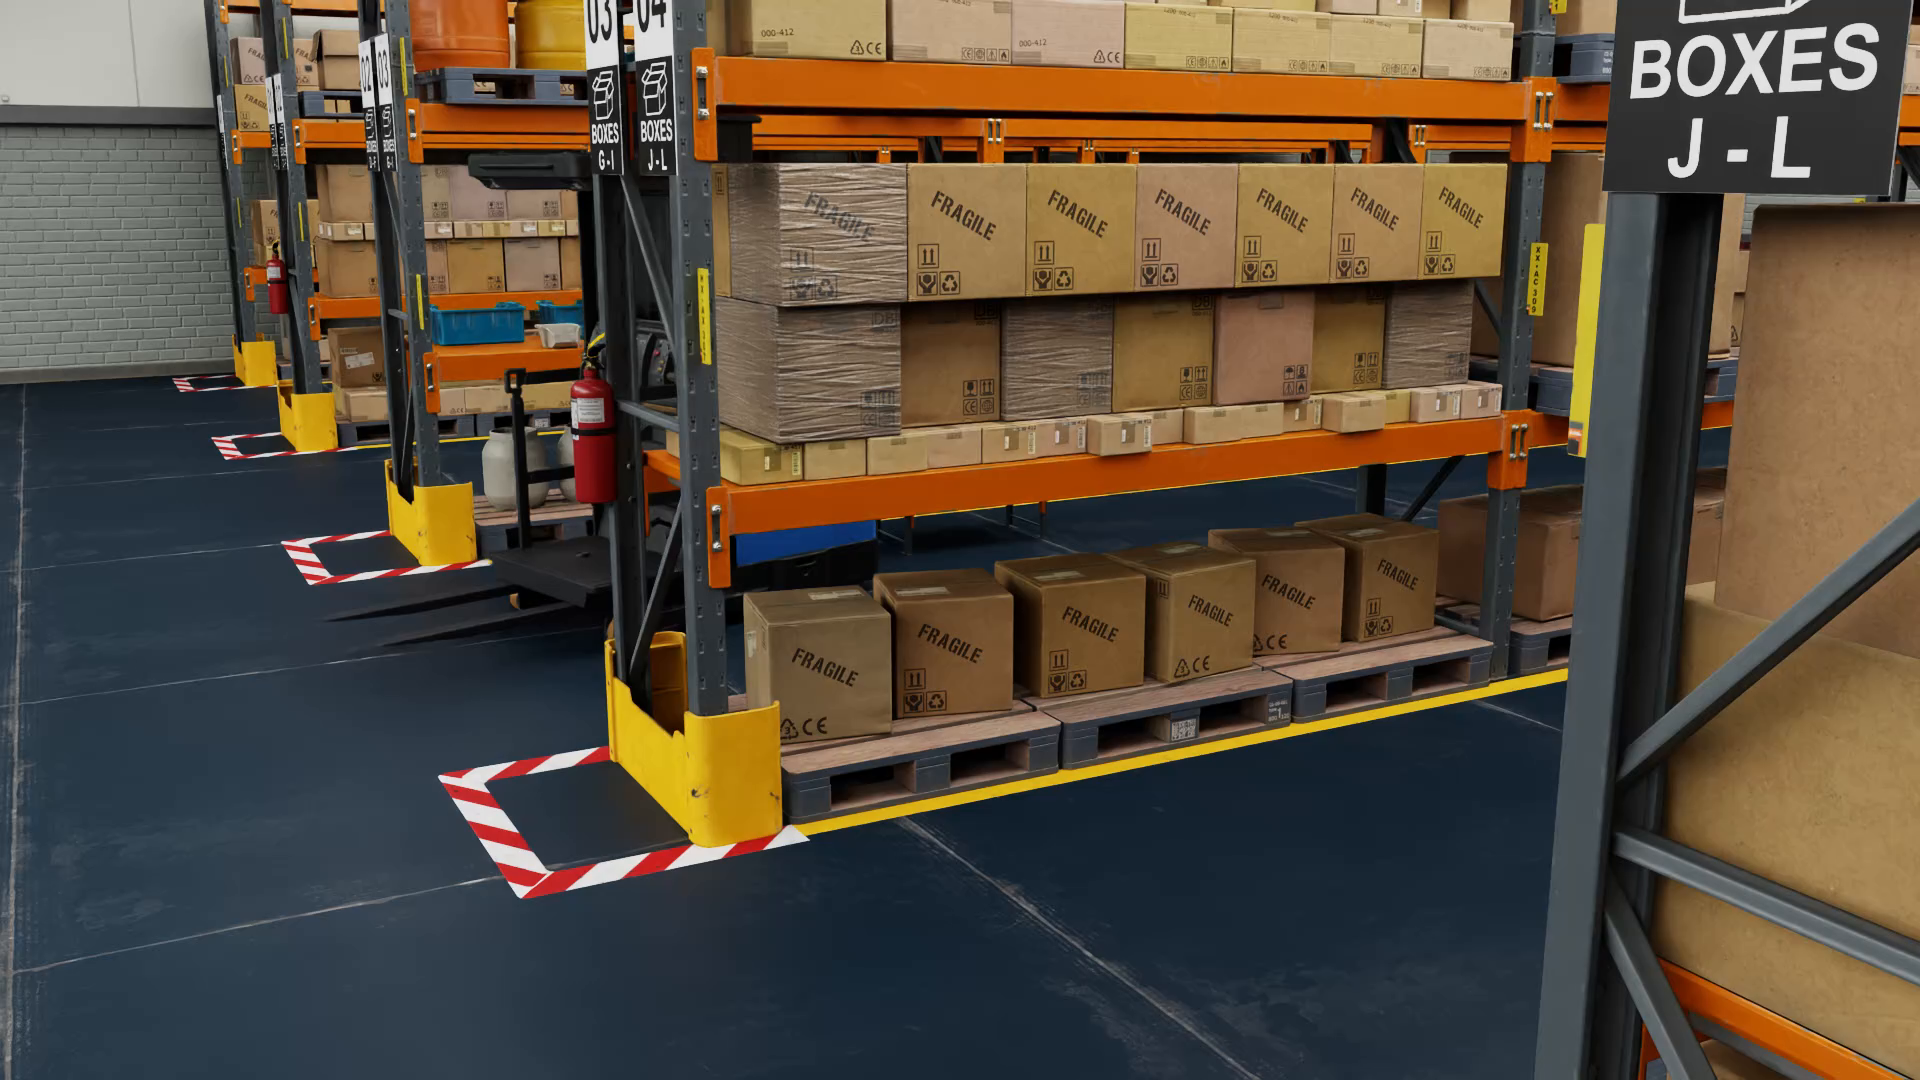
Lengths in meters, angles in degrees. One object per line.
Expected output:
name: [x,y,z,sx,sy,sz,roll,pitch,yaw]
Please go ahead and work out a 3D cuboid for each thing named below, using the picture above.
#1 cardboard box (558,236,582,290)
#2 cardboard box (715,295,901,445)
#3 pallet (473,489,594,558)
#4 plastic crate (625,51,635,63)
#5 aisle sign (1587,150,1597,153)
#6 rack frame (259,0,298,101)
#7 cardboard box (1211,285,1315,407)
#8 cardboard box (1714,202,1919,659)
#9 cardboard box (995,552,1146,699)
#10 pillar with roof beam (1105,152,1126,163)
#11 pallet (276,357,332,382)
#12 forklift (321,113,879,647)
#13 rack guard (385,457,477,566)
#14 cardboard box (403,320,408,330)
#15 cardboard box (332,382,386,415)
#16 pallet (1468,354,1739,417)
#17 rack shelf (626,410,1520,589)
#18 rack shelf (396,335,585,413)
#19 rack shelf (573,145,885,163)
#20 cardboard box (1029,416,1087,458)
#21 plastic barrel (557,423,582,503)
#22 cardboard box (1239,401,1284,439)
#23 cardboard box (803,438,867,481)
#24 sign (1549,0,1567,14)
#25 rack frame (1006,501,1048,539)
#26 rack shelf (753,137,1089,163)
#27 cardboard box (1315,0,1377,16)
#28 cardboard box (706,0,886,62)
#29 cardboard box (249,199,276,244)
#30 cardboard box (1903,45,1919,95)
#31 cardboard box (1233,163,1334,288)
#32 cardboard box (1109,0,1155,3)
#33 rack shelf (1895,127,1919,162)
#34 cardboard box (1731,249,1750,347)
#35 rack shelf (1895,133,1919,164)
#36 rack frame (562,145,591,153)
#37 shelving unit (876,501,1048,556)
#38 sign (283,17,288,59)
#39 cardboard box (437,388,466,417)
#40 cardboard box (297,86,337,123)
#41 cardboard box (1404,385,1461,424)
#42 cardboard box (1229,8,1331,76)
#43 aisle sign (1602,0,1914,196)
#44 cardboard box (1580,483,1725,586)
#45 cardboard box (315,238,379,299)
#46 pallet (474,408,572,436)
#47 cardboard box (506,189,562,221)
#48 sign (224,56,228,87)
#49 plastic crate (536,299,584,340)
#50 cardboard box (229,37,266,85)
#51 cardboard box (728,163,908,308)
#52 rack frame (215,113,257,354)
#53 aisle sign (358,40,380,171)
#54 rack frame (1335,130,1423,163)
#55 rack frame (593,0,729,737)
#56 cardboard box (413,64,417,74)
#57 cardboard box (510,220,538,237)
cardboard box: [-3.663,-2.675,15.936,0.500,0.500,0.700,-7,14,-27]
cardboard box: [-0.646,-0.699,6.479,0.500,0.500,0.875,-7,14,-28]
pallet: [-2.755,-0.148,11.287,1.213,0.211,1.003,-7,14,-28]
plastic crate: [-1.986,-3.121,11.352,0.575,0.384,0.392,-7,14,-28]
aisle sign: [8.365,-5.262,21.737,0.004,0.787,0.394,-7,14,-28]
rack frame: [-5.885,-5.289,14.115,0.127,3.000,1.000,-7,14,-28]
cardboard box: [1.098,-0.914,7.434,0.500,0.500,0.875,-7,14,-28]
cardboard box: [1.490,-0.118,2.000,0.550,0.550,0.875,-7,14,-28]
cardboard box: [0.481,0.368,7.380,0.500,0.500,0.500,-5,14,-23]
pillar with roof beam: [4.533,-6.916,21.346,0.400,9.000,9.100,-7,14,-28]
pallet: [-7.465,-2.043,19.705,1.213,0.211,1.003,-7,14,-28]
forklift: [-1.889,-0.997,8.863,3.031,2.935,1.130,-12,17,-43]
rack guard: [-3.471,-0.205,10.880,0.348,0.500,1.175,-7,14,-28]
cardboard box: [-6.443,-2.495,20.053,0.500,0.500,0.700,-8,15,-31]
cardboard box: [-5.556,-1.339,15.533,0.500,0.250,0.500,-7,14,-28]
pallet: [3.109,-0.832,8.413,1.213,0.211,1.003,-7,14,-28]
rack shelf: [0.613,-0.312,7.303,4.000,0.370,1.077,-7,14,-28]
rack shelf: [-1.760,-1.267,11.544,4.000,0.370,1.077,-7,14,-28]
rack shelf: [-2.996,-5.060,21.568,4.000,0.370,1.077,-7,14,-28]
cardboard box: [0.316,-0.447,6.836,0.250,0.149,0.380,-7,14,-28]
plastic barrel: [-2.534,-0.535,11.365,0.421,0.512,0.421,0,13,0]
cardboard box: [1.200,-0.550,7.292,0.250,0.149,0.380,-7,14,-28]
cardboard box: [-0.549,-0.337,6.346,0.250,0.149,0.380,-7,14,-28]
sign: [2.636,-2.485,7.312,0.005,0.325,0.100,-7,14,-28]
rack frame: [0.452,-0.603,11.226,0.032,1.125,0.500,-7,14,-28]
rack shelf: [-0.619,-4.106,17.328,4.000,0.370,1.077,-7,14,-28]
cardboard box: [1.535,-2.281,7.014,0.250,0.149,0.380,-7,15,-30]
cardboard box: [-0.595,-1.844,5.980,0.500,0.250,0.500,-6,14,-26]
cardboard box: [-7.950,-3.709,19.348,0.500,0.500,0.500,-7,14,-28]
cardboard box: [4.709,-2.480,8.808,0.500,0.250,0.500,-6,14,-26]
cardboard box: [1.228,-1.350,7.092,0.500,0.500,0.500,-7,14,-28]
cardboard box: [0.565,-2.187,6.598,0.250,0.149,0.380,-7,14,-28]
rack shelf: [7.635,-2.617,10.713,4.000,0.370,1.077,-7,14,-28]
cardboard box: [3.846,-1.329,8.991,0.637,0.503,0.797,-5,14,-22]
rack shelf: [8.773,-3.992,16.824,4.000,0.370,1.077,-7,14,-28]
rack frame: [-4.751,-3.737,20.884,0.127,3.000,1.000,-7,14,-28]
shelving unit: [0.006,-0.549,10.989,1.048,1.125,0.538,-7,14,-28]
sign: [-5.625,-4.183,13.862,0.005,0.325,0.100,-7,14,-28]
cardboard box: [-4.871,-1.292,15.326,0.500,0.250,0.500,-7,14,-28]
cardboard box: [-7.360,-4.875,18.834,0.500,0.500,0.500,-6,14,-24]
cardboard box: [2.097,-0.647,7.725,0.250,0.149,0.380,-7,14,-28]
cardboard box: [1.186,-2.058,6.931,0.500,0.250,0.500,-7,14,-28]
aisle sign: [0.940,-0.805,1.933,0.004,0.787,0.394,-7,14,-28]
cardboard box: [3.837,-0.035,9.122,0.500,0.500,0.700,-8,15,-33]
cardboard box: [-5.469,-2.458,14.970,0.500,0.500,0.700,-7,14,-28]
pallet: [-4.165,-1.218,16.039,1.213,0.211,1.003,-7,14,-28]
cardboard box: [-4.082,-3.258,15.573,0.500,0.500,0.700,-7,14,-28]
sign: [-8.002,-5.102,18.124,0.005,0.325,0.100,-7,14,-28]
plastic crate: [-2.647,-1.512,11.335,0.408,0.251,0.499,-7,14,-28]
cardboard box: [-7.808,-5.320,18.534,0.500,0.500,0.500,-8,15,-32]
cardboard box: [-0.529,-1.140,6.159,0.500,0.500,0.500,-7,14,-28]
rack frame: [-8.262,-3.316,19.014,0.127,3.000,1.000,-7,14,-28]
aisle sign: [-3.721,-2.725,10.466,0.004,0.787,0.394,-7,14,-28]
rack frame: [3.507,-2.249,14.270,0.127,3.000,1.000,-7,14,-28]
rack frame: [-1.142,-0.453,6.289,0.127,3.000,1.000,-7,14,-28]
cardboard box: [-5.001,-4.198,15.163,0.500,0.250,0.500,-7,14,-28]
cardboard box: [-4.088,-2.889,15.408,0.250,0.149,0.380,-7,14,-27]
